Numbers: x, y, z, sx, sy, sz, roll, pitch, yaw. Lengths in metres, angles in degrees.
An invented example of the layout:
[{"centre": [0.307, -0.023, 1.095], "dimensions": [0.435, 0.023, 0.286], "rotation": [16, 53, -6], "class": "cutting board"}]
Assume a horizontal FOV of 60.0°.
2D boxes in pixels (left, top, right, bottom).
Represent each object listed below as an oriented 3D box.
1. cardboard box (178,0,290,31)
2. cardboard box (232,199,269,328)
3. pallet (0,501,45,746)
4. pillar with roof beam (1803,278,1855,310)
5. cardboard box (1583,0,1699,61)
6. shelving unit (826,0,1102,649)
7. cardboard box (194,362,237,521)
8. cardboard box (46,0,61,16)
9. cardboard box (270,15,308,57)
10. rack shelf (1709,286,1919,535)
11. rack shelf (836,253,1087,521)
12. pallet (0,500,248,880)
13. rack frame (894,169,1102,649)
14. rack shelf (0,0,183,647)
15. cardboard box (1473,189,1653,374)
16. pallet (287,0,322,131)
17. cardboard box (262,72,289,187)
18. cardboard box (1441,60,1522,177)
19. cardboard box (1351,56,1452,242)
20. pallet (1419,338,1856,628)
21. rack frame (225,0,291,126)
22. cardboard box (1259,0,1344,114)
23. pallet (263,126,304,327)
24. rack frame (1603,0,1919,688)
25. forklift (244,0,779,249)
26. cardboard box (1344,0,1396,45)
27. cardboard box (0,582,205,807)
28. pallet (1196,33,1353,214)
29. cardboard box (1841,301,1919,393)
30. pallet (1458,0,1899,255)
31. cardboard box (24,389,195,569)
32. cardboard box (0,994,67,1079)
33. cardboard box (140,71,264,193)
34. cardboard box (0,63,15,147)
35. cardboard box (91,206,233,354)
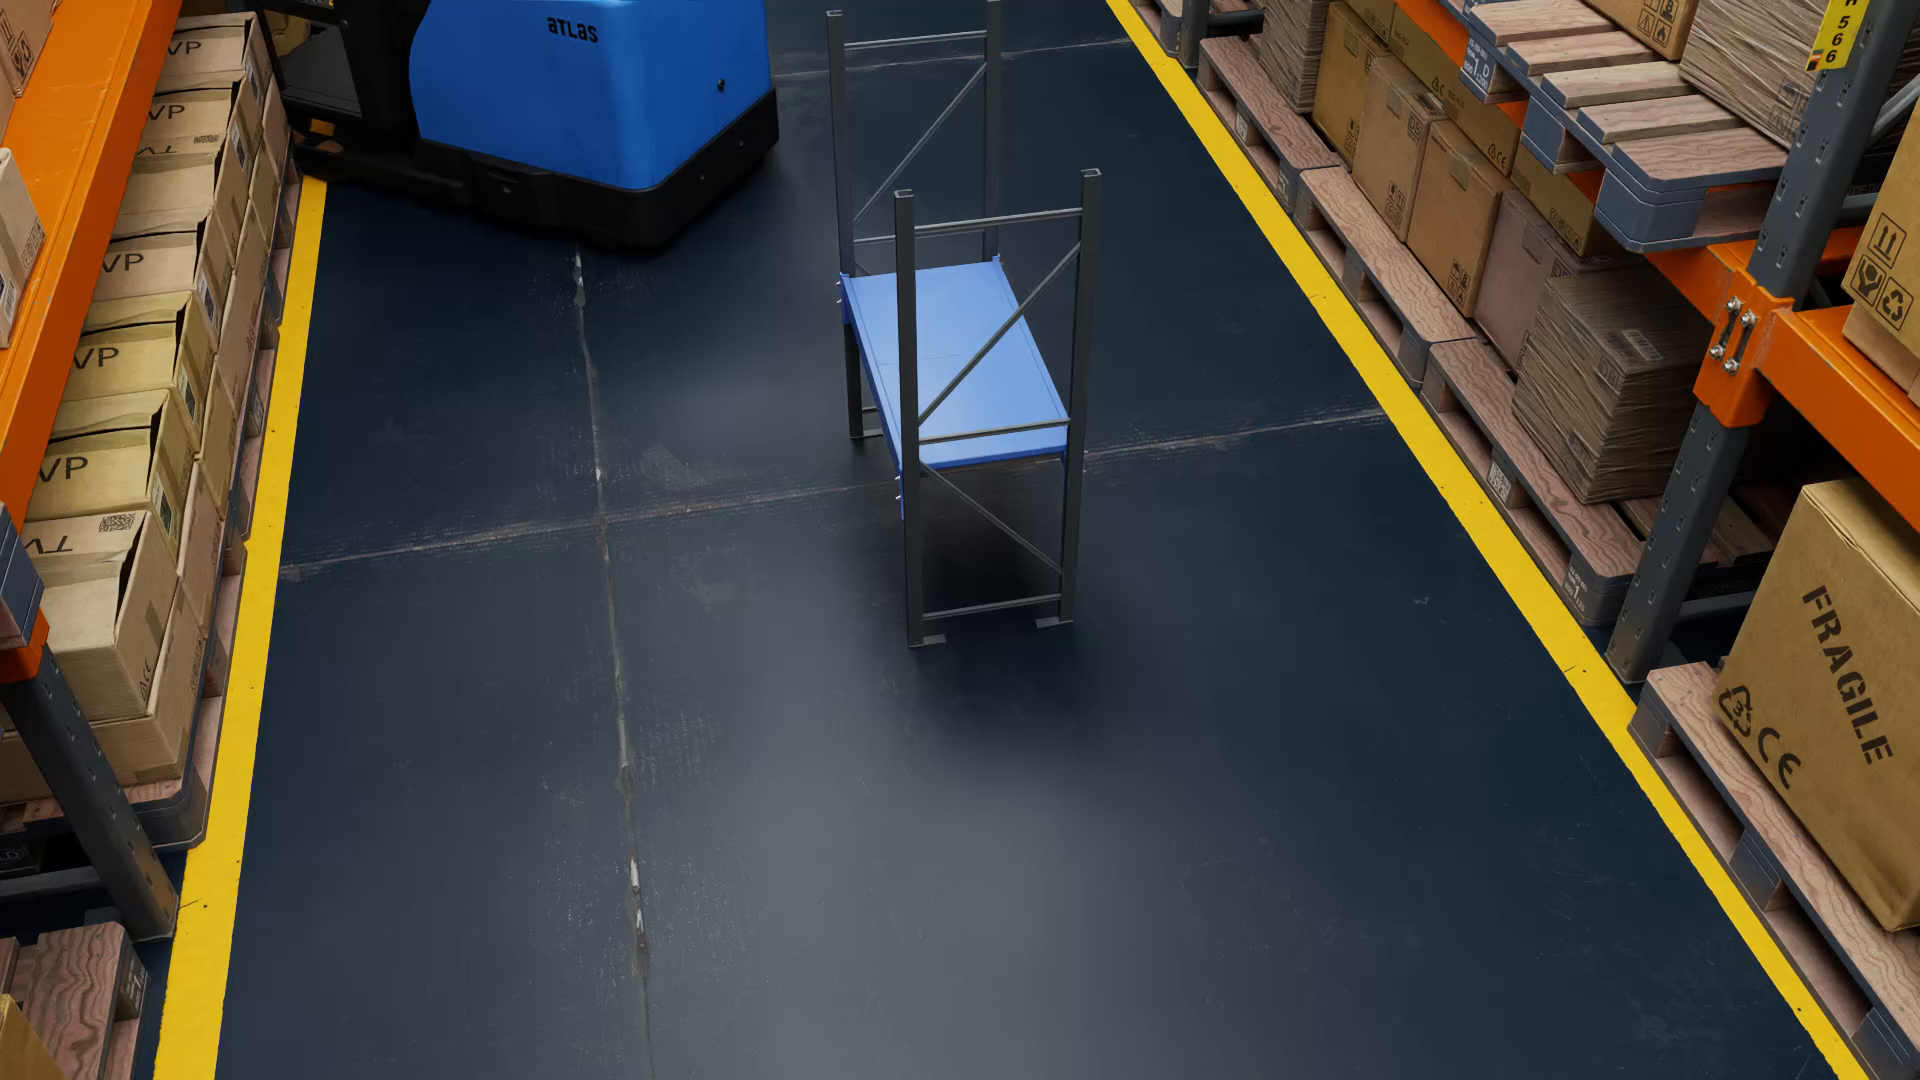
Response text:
[{"centre": [-3.112, -2.446, 6.936], "dimensions": [0.500, 0.500, 0.500], "rotation": [-8, 42, -9], "class": "cardboard box"}, {"centre": [-2.727, -0.933, 5.796], "dimensions": [0.500, 0.250, 0.500], "rotation": [-7, 42, -8], "class": "cardboard box"}, {"centre": [-2.240, 0.403, 2.681], "dimensions": [1.213, 0.211, 1.003], "rotation": [-8, 42, -9], "class": "pallet"}, {"centre": [-1.258, -3.404, 2.306], "dimensions": [9.100, 9.000, 0.400], "rotation": [-8, 42, -9], "class": "pillar with roof beam"}, {"centre": [2.123, -1.674, 4.470], "dimensions": [0.700, 0.500, 0.500], "rotation": [-12, 43, -13], "class": "cardboard box"}, {"centre": [-0.018, -0.616, 4.814], "dimensions": [0.538, 1.500, 1.048], "rotation": [-8, 42, -9], "class": "shelving unit"}, {"centre": [-2.508, -0.270, 5.050], "dimensions": [0.500, 0.250, 0.500], "rotation": [-9, 42, -10], "class": "cardboard box"}, {"centre": [-3.055, -1.887, 5.041], "dimensions": [0.500, 0.500, 0.500], "rotation": [-6, 42, -6], "class": "cardboard box"}, {"centre": [-3.122, -2.164, 7.183], "dimensions": [0.500, 0.250, 0.500], "rotation": [-8, 42, -9], "class": "cardboard box"}, {"centre": [2.813, 0.755, 2.682], "dimensions": [1.077, 0.370, 4.000], "rotation": [-8, 42, -9], "class": "rack shelf"}, {"centre": [-0.018, -0.482, 4.934], "dimensions": [0.538, 0.185, 1.000], "rotation": [-8, 42, -9], "class": "rack shelf"}, {"centre": [-2.594, 0.405, 4.634], "dimensions": [1.003, 0.211, 1.213], "rotation": [-8, 42, -9], "class": "pallet"}, {"centre": [0.091, -0.287, 4.443], "dimensions": [0.500, 1.500, 0.032], "rotation": [-8, 42, -9], "class": "rack frame"}, {"centre": [-2.886, -1.126, 4.800], "dimensions": [1.077, 0.370, 4.000], "rotation": [-8, 42, -9], "class": "rack shelf"}, {"centre": [2.177, -0.850, 5.499], "dimensions": [0.700, 0.500, 0.500], "rotation": [-8, 42, -9], "class": "cardboard box"}, {"centre": [-3.449, -2.170, 7.535], "dimensions": [1.003, 0.211, 1.213], "rotation": [-8, 42, -9], "class": "pallet"}, {"centre": [-2.946, -1.593, 6.539], "dimensions": [0.500, 0.250, 0.500], "rotation": [-9, 42, -10], "class": "cardboard box"}, {"centre": [1.997, -1.491, 5.657], "dimensions": [0.500, 0.250, 0.500], "rotation": [-9, 42, -9], "class": "cardboard box"}, {"centre": [1.924, -1.494, 6.225], "dimensions": [0.700, 0.500, 0.500], "rotation": [-8, 42, -9], "class": "cardboard box"}, {"centre": [2.214, -0.274, 5.400], "dimensions": [1.003, 0.211, 1.213], "rotation": [-8, 42, -9], "class": "pallet"}, {"centre": [-3.318, -2.691, 6.022], "dimensions": [1.000, 3.000, 0.127], "rotation": [-8, 42, -9], "class": "rack frame"}, {"centre": [1.693, -2.158, 6.973], "dimensions": [0.700, 0.500, 0.500], "rotation": [-7, 42, -8], "class": "cardboard box"}, {"centre": [-3.121, -1.176, 6.416], "dimensions": [1.003, 0.211, 1.213], "rotation": [-8, 42, -9], "class": "pallet"}, {"centre": [2.381, -0.810, 3.903], "dimensions": [1.000, 3.000, 0.127], "rotation": [-8, 42, -9], "class": "rack frame"}, {"centre": [-2.328, -2.886, 6.293], "dimensions": [3.031, 2.935, 1.130], "rotation": [17, 44, 18], "class": "forklift"}, {"centre": [1.792, -2.154, 6.403], "dimensions": [0.500, 0.250, 0.500], "rotation": [-9, 42, -10], "class": "cardboard box"}, {"centre": [-2.281, 0.392, 4.304], "dimensions": [0.500, 0.250, 0.500], "rotation": [-8, 42, -9], "class": "cardboard box"}, {"centre": [1.688, -1.856, 7.182], "dimensions": [1.003, 0.211, 1.213], "rotation": [-8, 42, -9], "class": "pallet"}, {"centre": [2.226, -0.477, 3.702], "dimensions": [0.380, 0.149, 0.250], "rotation": [-9, 42, -10], "class": "cardboard box"}, {"centre": [2.124, -1.185, 4.470], "dimensions": [1.213, 0.211, 1.003], "rotation": [-8, 42, -9], "class": "pallet"}, {"centre": [-2.403, -0.158, 4.500], "dimensions": [0.500, 0.311, 0.500], "rotation": [-9, 42, -10], "class": "cardboard box"}, {"centre": [-2.024, 1.245, 3.140], "dimensions": [0.500, 0.500, 0.500], "rotation": [-7, 42, -8], "class": "cardboard box"}, {"centre": [-2.832, -1.472, 5.981], "dimensions": [0.500, 0.311, 0.500], "rotation": [-7, 42, -8], "class": "cardboard box"}, {"centre": [-2.833, -1.221, 4.291], "dimensions": [0.500, 0.500, 0.500], "rotation": [-10, 43, -12], "class": "cardboard box"}, {"centre": [-2.622, -0.822, 5.248], "dimensions": [0.500, 0.311, 0.500], "rotation": [-9, 42, -10], "class": "cardboard box"}]
